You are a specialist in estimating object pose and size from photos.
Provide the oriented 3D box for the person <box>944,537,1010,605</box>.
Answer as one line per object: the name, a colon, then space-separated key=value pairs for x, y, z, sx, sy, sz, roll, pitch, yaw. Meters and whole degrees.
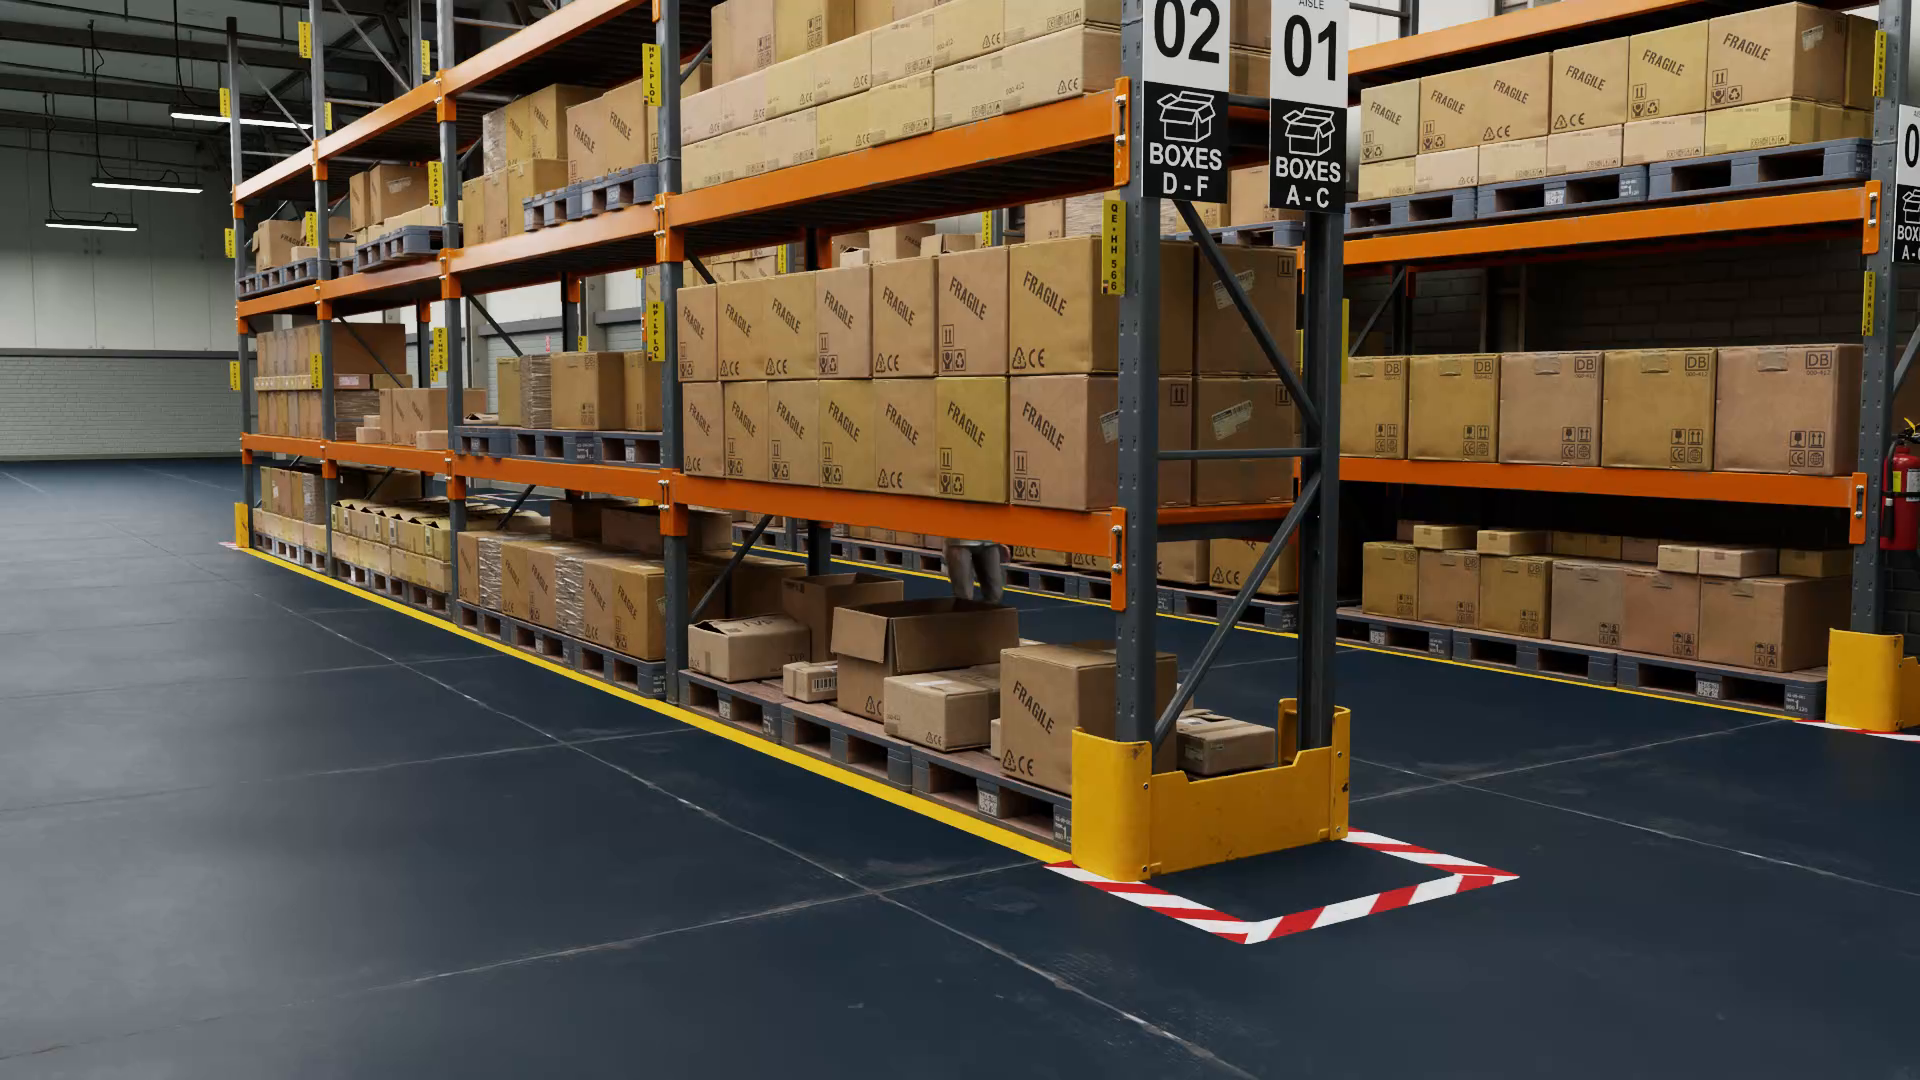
person: x=0.099 y=0.060 z=10.366 sx=0.417 sy=1.564 sz=0.341 roll=-3 pitch=6 yaw=-32
